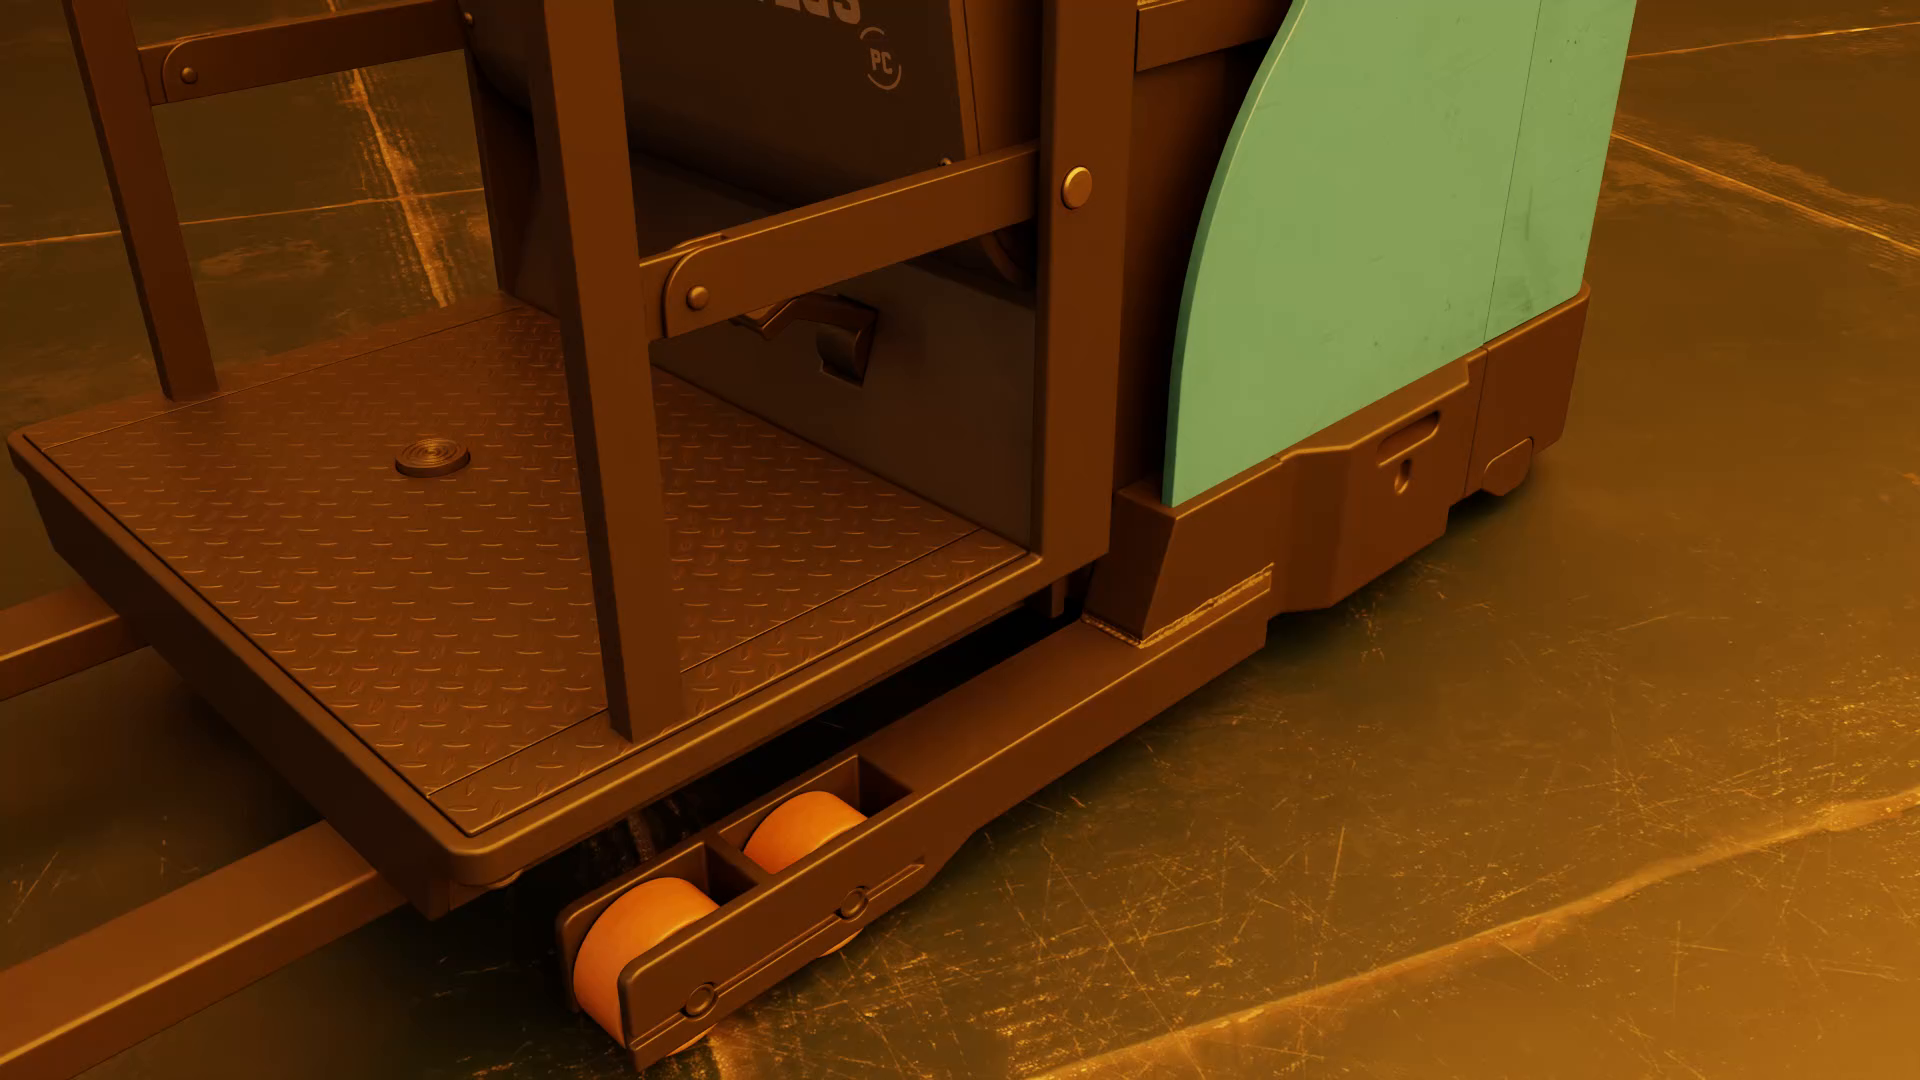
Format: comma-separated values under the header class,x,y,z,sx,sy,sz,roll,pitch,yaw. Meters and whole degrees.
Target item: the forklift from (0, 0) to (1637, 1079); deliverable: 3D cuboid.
class,x,y,z,sx,sy,sz,roll,pitch,yaw
forklift,-0.435,-1.063,1.405,3.031,2.935,1.130,-26,39,-37
